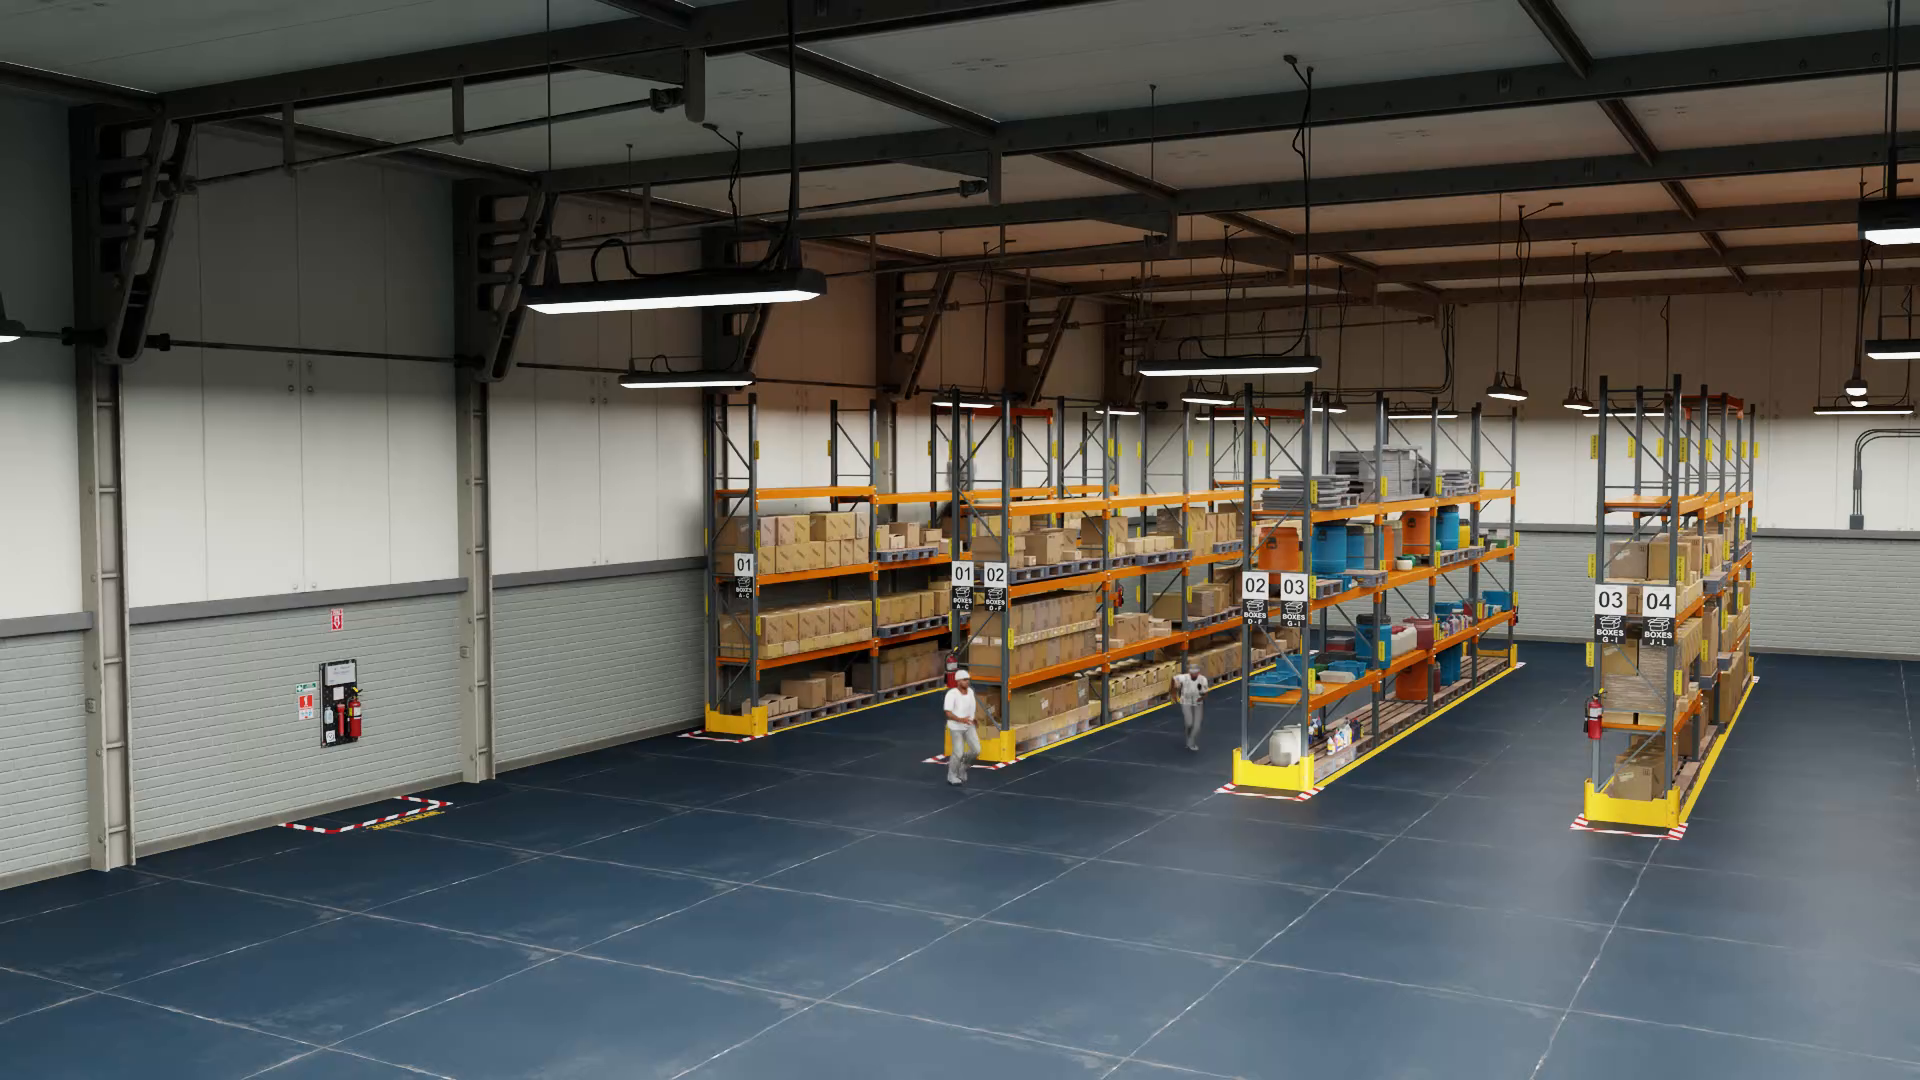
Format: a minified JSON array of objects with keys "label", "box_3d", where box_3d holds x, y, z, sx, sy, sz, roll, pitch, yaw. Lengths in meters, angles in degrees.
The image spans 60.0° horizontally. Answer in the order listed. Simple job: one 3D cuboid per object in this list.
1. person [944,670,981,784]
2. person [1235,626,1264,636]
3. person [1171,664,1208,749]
[{"label":"person","box_3d":[0.063,2.789,24.767,0.682,1.716,0.700,-3,4,-39]},{"label":"person","box_3d":[7.469,1.865,42.606,0.950,1.731,0.652,2,4,33]},{"label":"person","box_3d":[3.803,2.768,27.559,0.603,1.492,0.855,0,3,3]}]
